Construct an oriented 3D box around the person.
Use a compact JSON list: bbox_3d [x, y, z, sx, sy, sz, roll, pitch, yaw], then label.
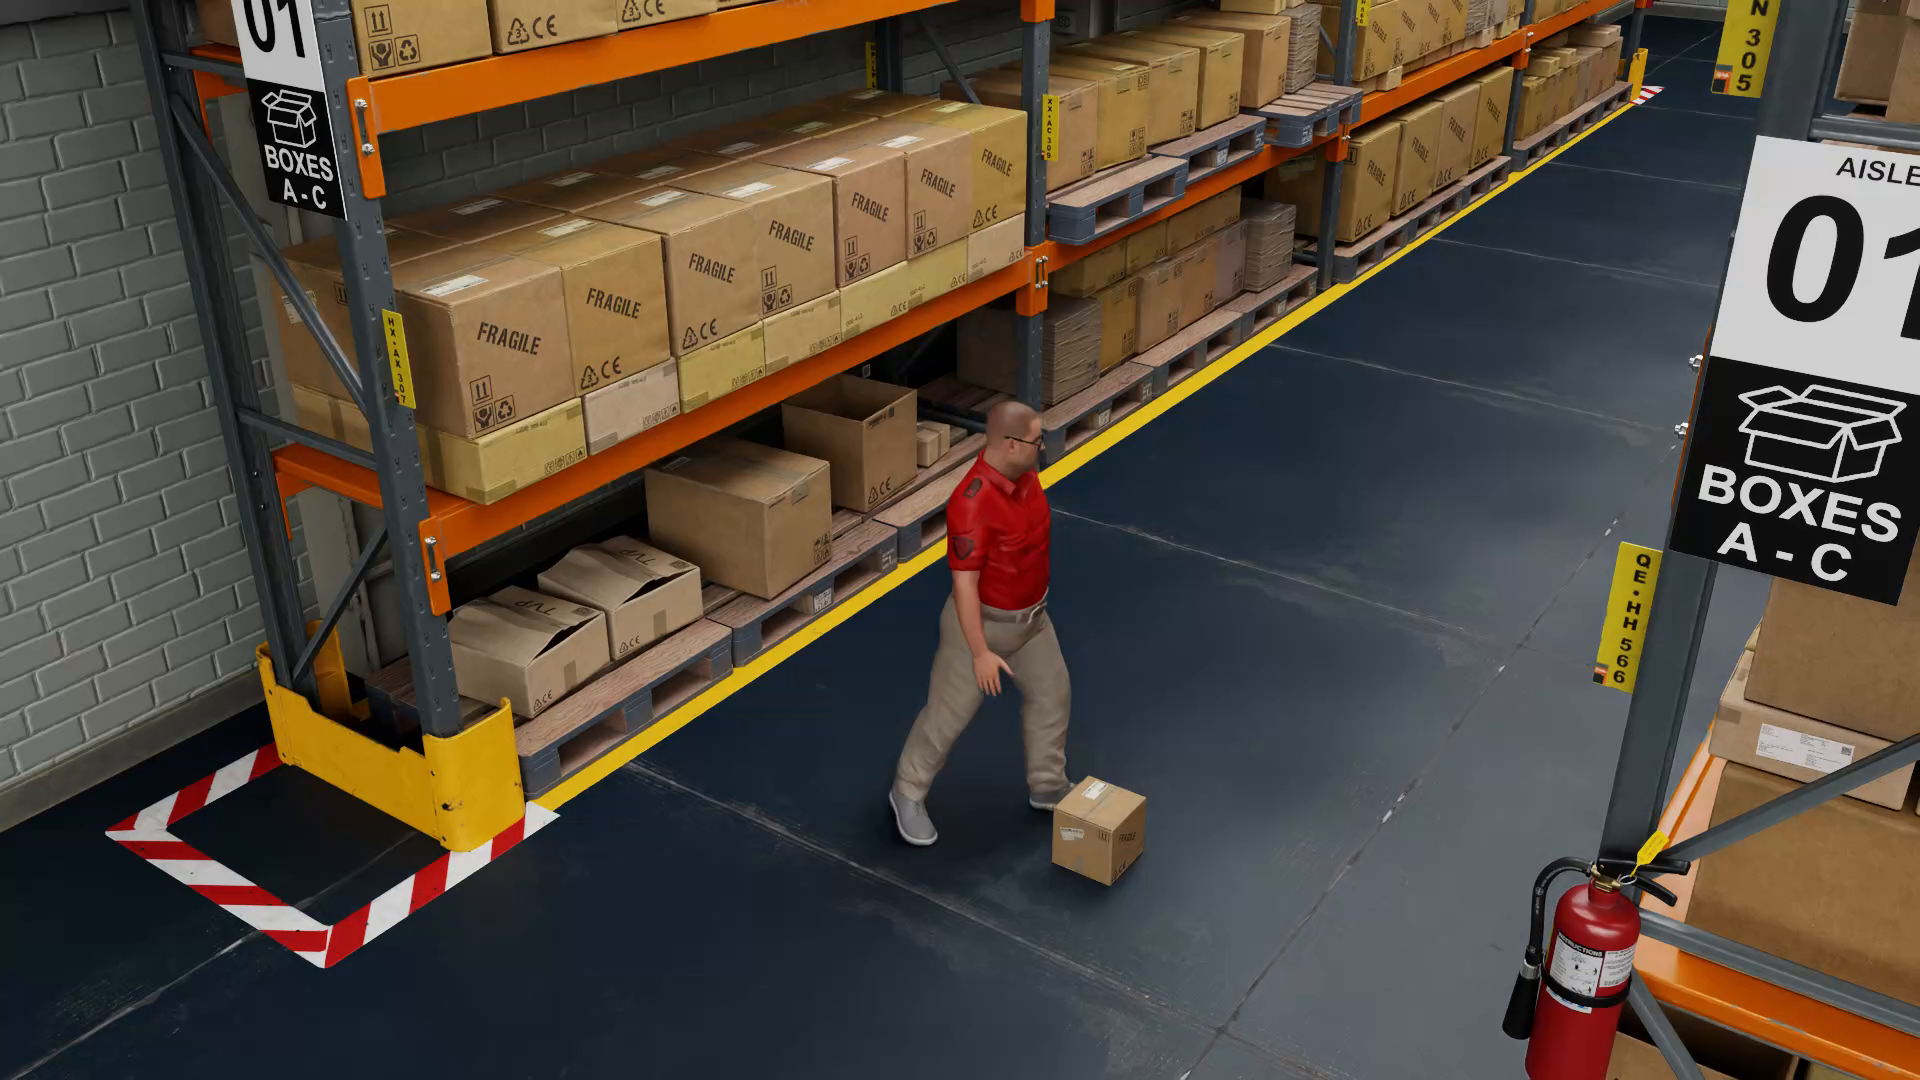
[{"bbox_3d":[0.126,0.313,6.035,0.753,1.705,0.642,17,31,29],"label":"person"}]
